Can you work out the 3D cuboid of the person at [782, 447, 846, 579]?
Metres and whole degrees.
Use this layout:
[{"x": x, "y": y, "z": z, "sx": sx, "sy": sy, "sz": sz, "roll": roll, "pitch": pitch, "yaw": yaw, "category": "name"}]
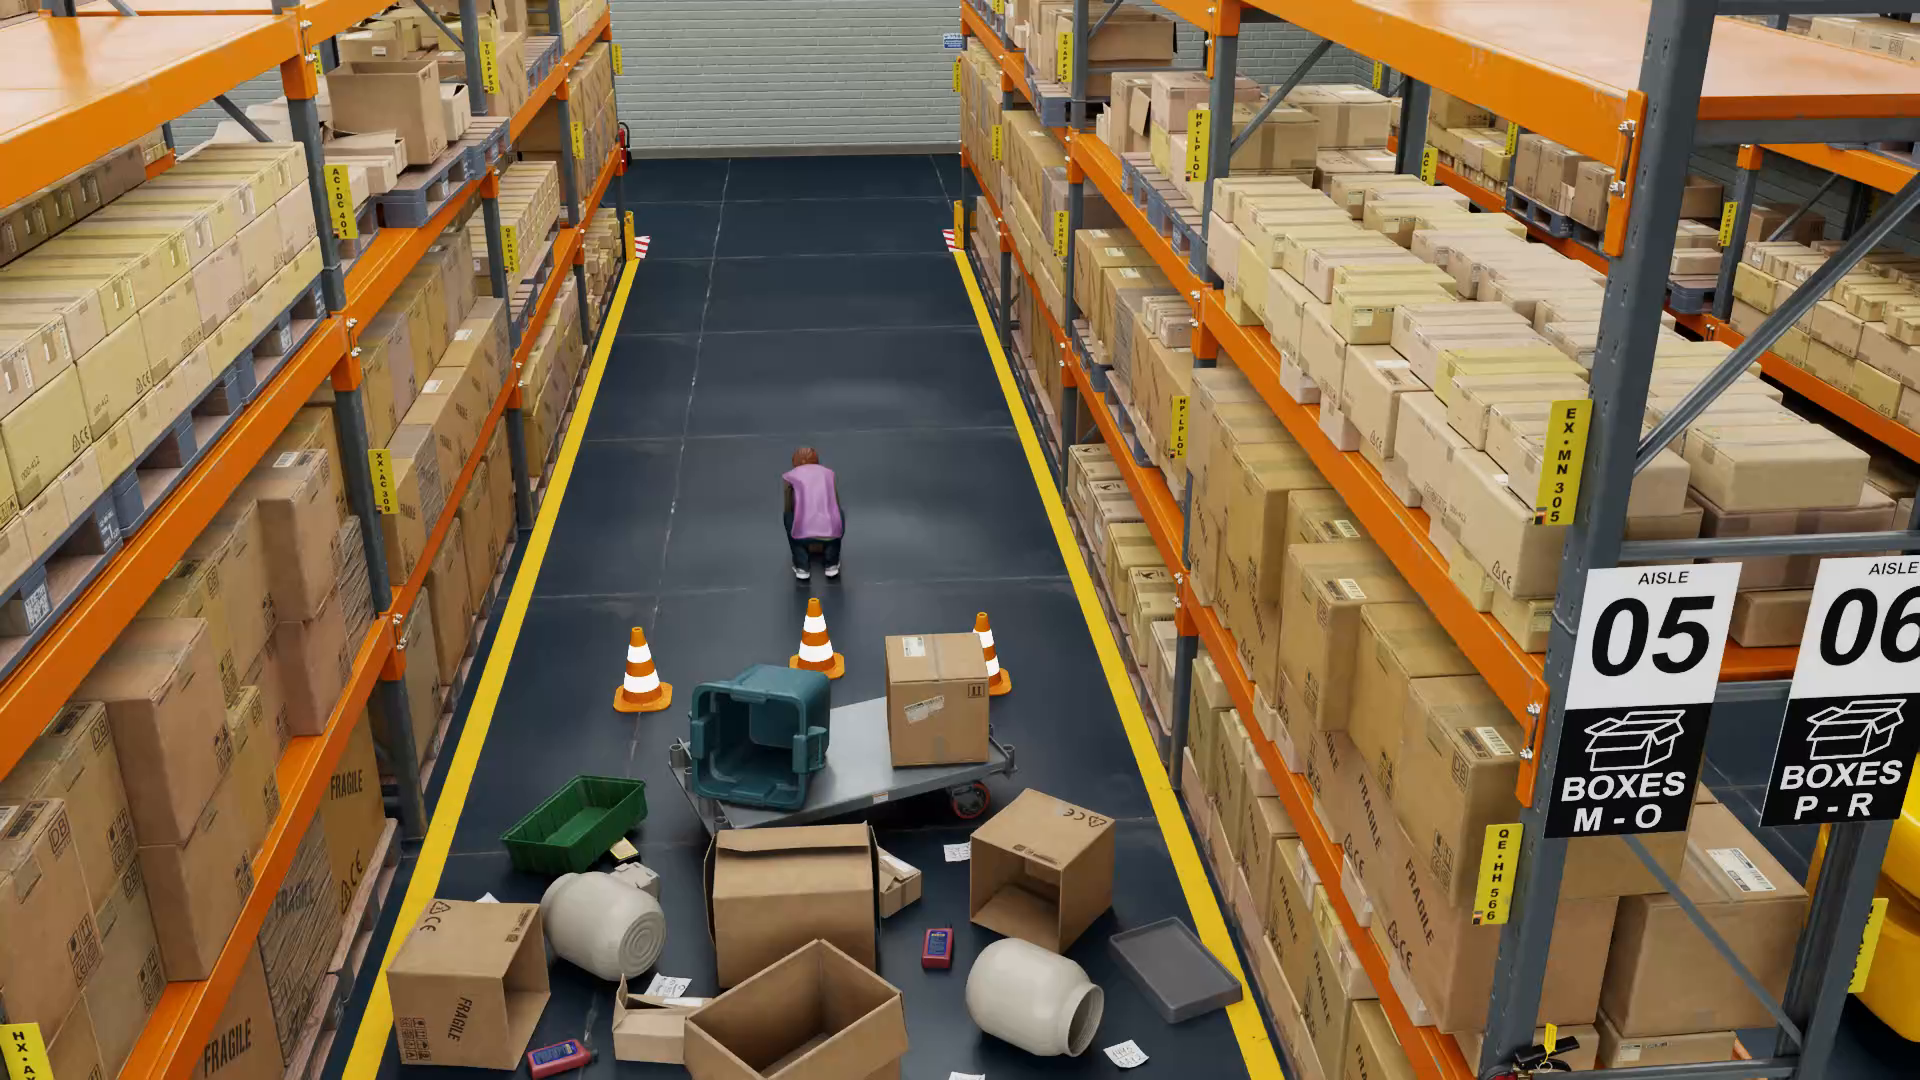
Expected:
[{"x": -1.010, "y": -0.173, "z": 11.516, "sx": 0.433, "sy": 0.775, "sz": 0.804, "roll": -2, "pitch": 24, "yaw": -5, "category": "person"}]
